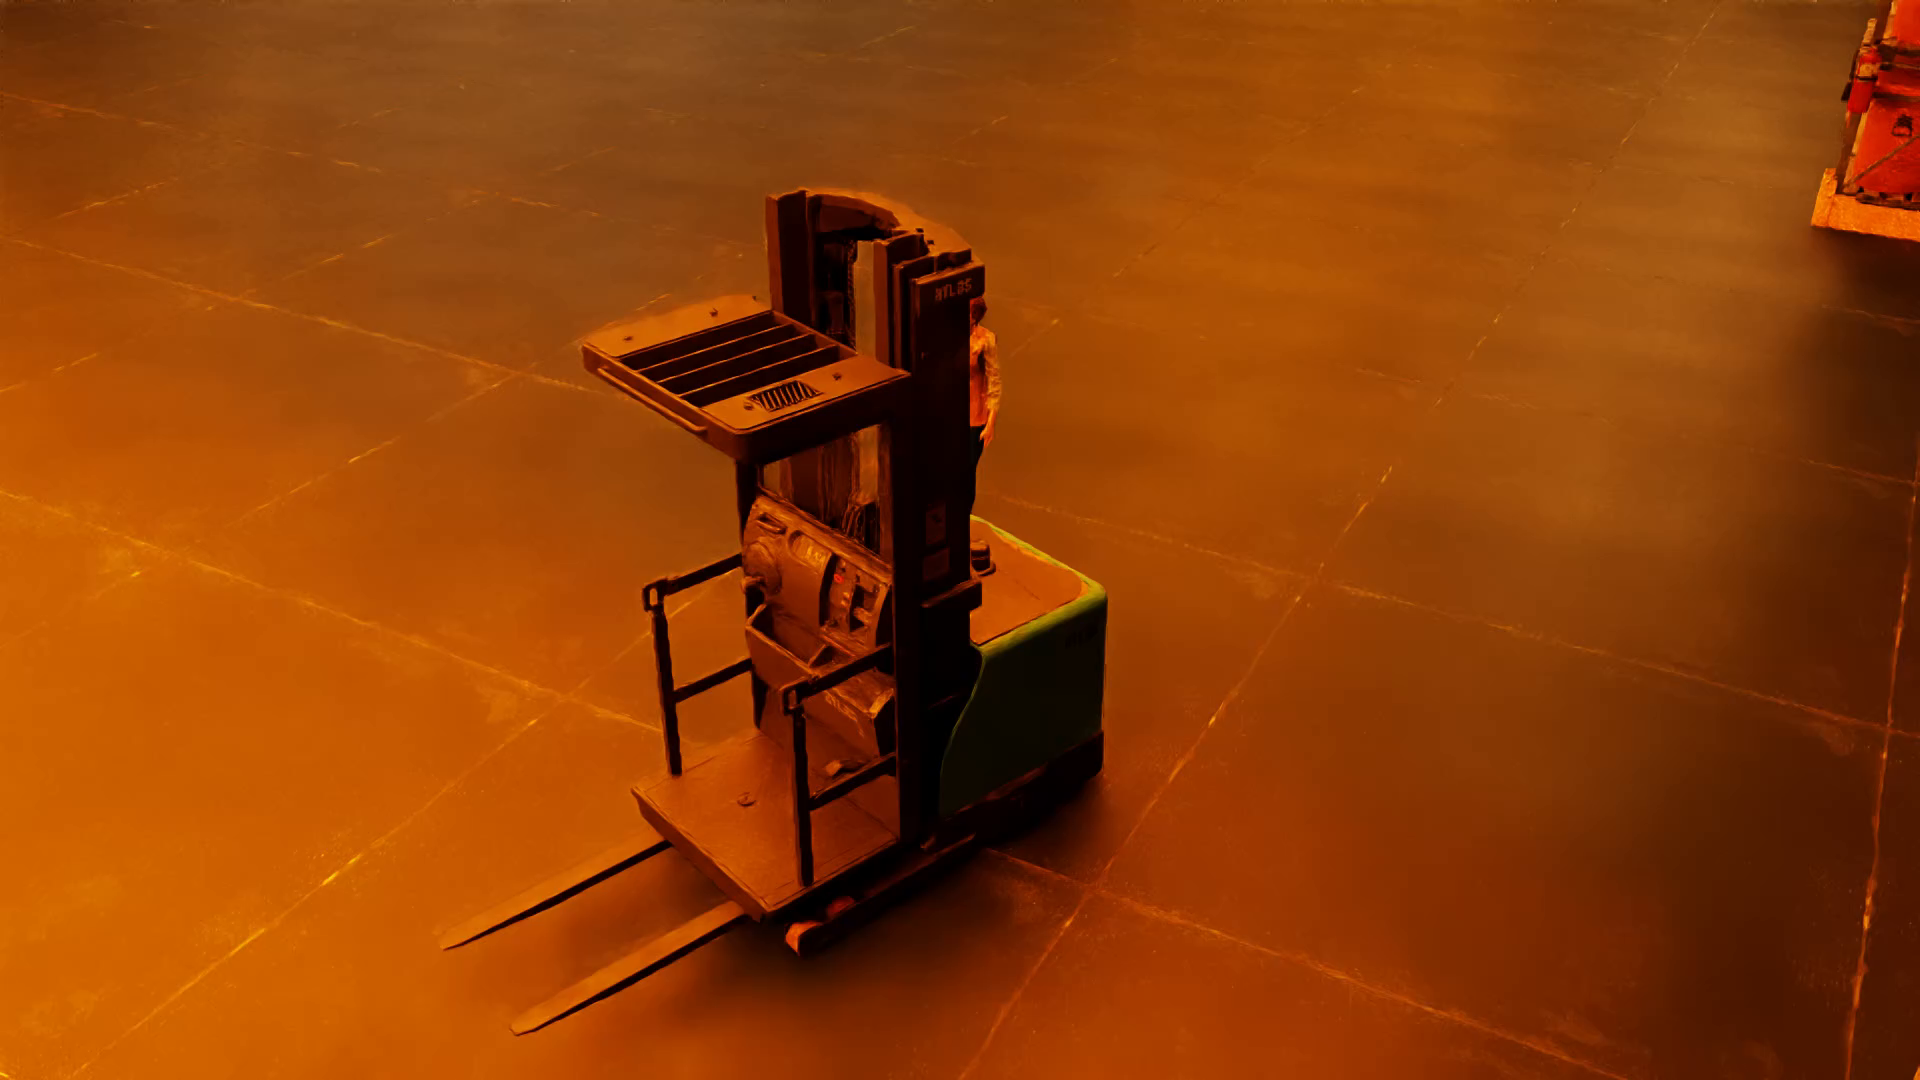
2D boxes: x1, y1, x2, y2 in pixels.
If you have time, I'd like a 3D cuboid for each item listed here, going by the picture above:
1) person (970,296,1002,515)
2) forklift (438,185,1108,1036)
[{"bbox_3d":[-0.048,-0.669,9.550,0.520,1.597,0.474,15,33,25],"label":"person"},{"bbox_3d":[-0.760,0.178,6.761,3.031,2.935,1.130,-24,37,-35],"label":"forklift"}]
